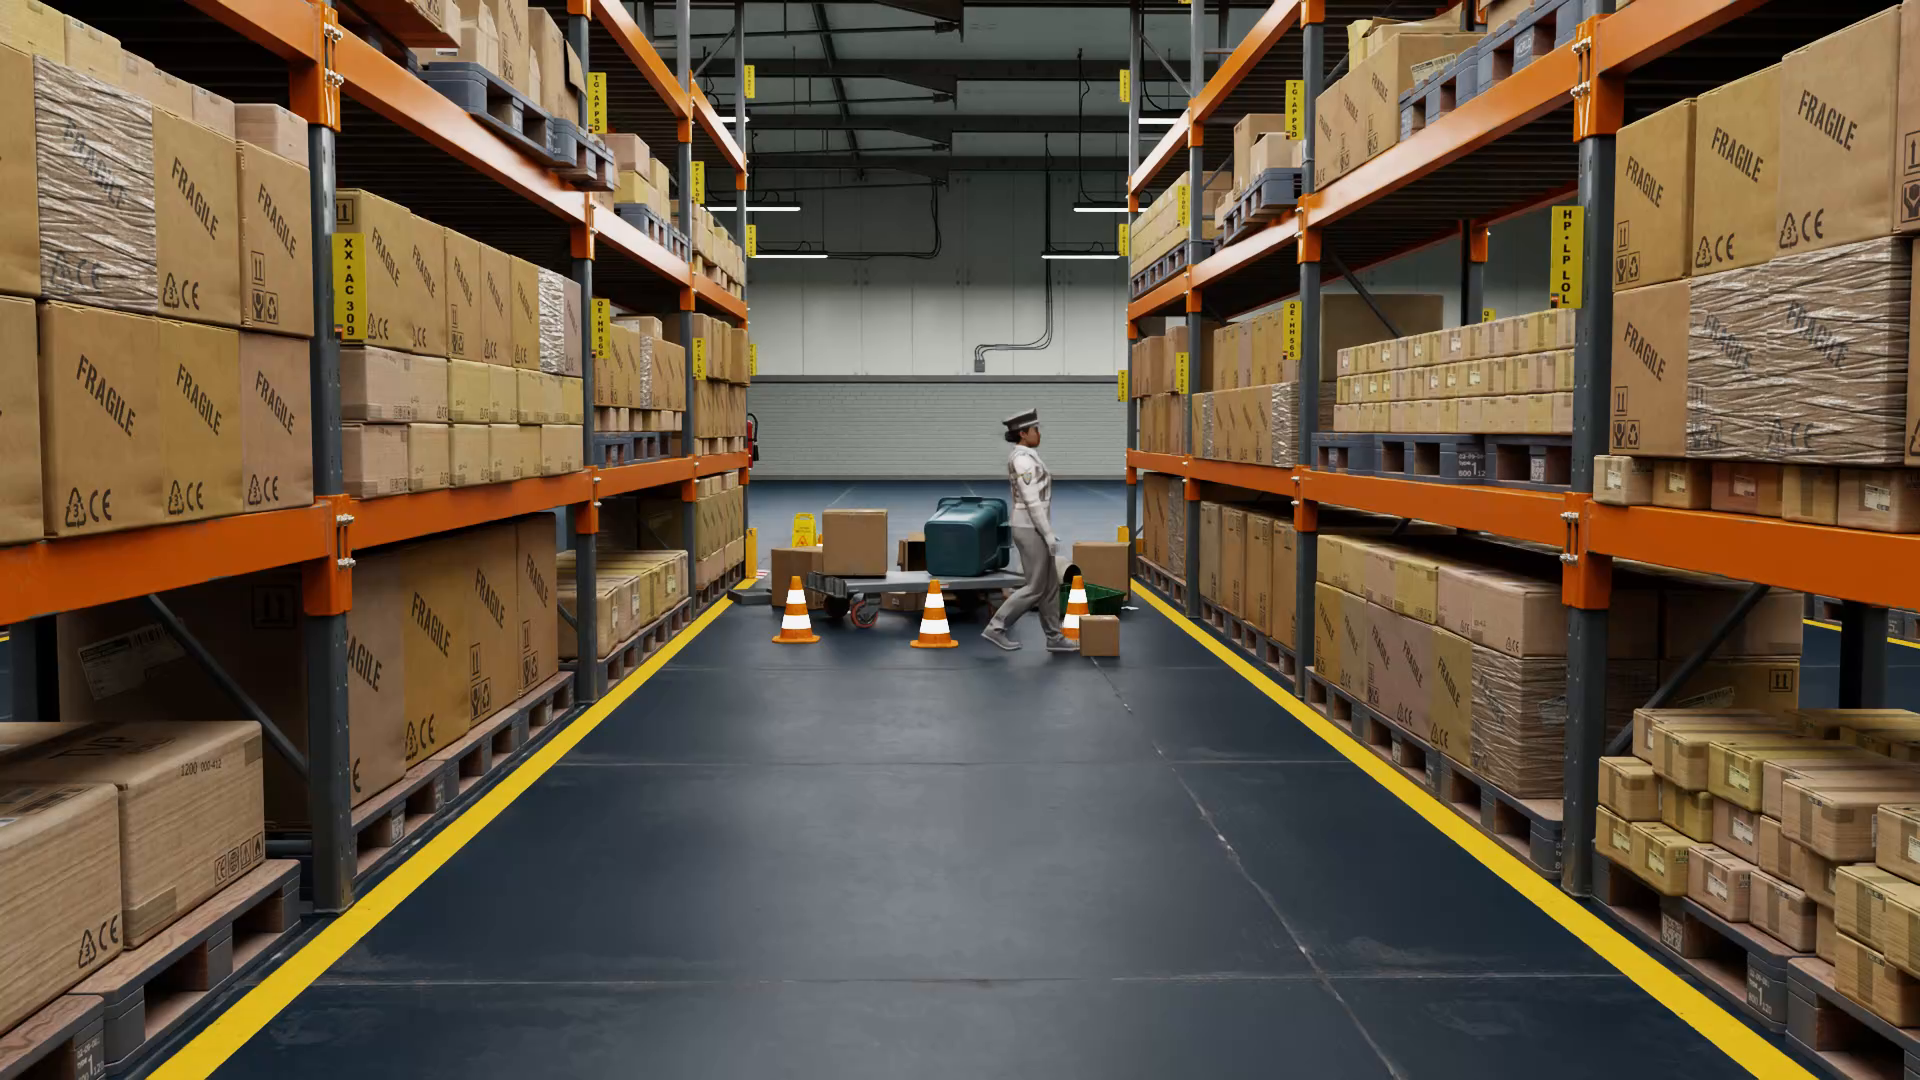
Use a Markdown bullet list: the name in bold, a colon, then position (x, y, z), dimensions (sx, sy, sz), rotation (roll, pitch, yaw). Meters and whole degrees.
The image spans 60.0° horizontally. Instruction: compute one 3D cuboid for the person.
- **person**: position (0.507, -0.061, 11.257), dimensions (0.739, 1.659, 0.492), rotation (0, 4, -1)
